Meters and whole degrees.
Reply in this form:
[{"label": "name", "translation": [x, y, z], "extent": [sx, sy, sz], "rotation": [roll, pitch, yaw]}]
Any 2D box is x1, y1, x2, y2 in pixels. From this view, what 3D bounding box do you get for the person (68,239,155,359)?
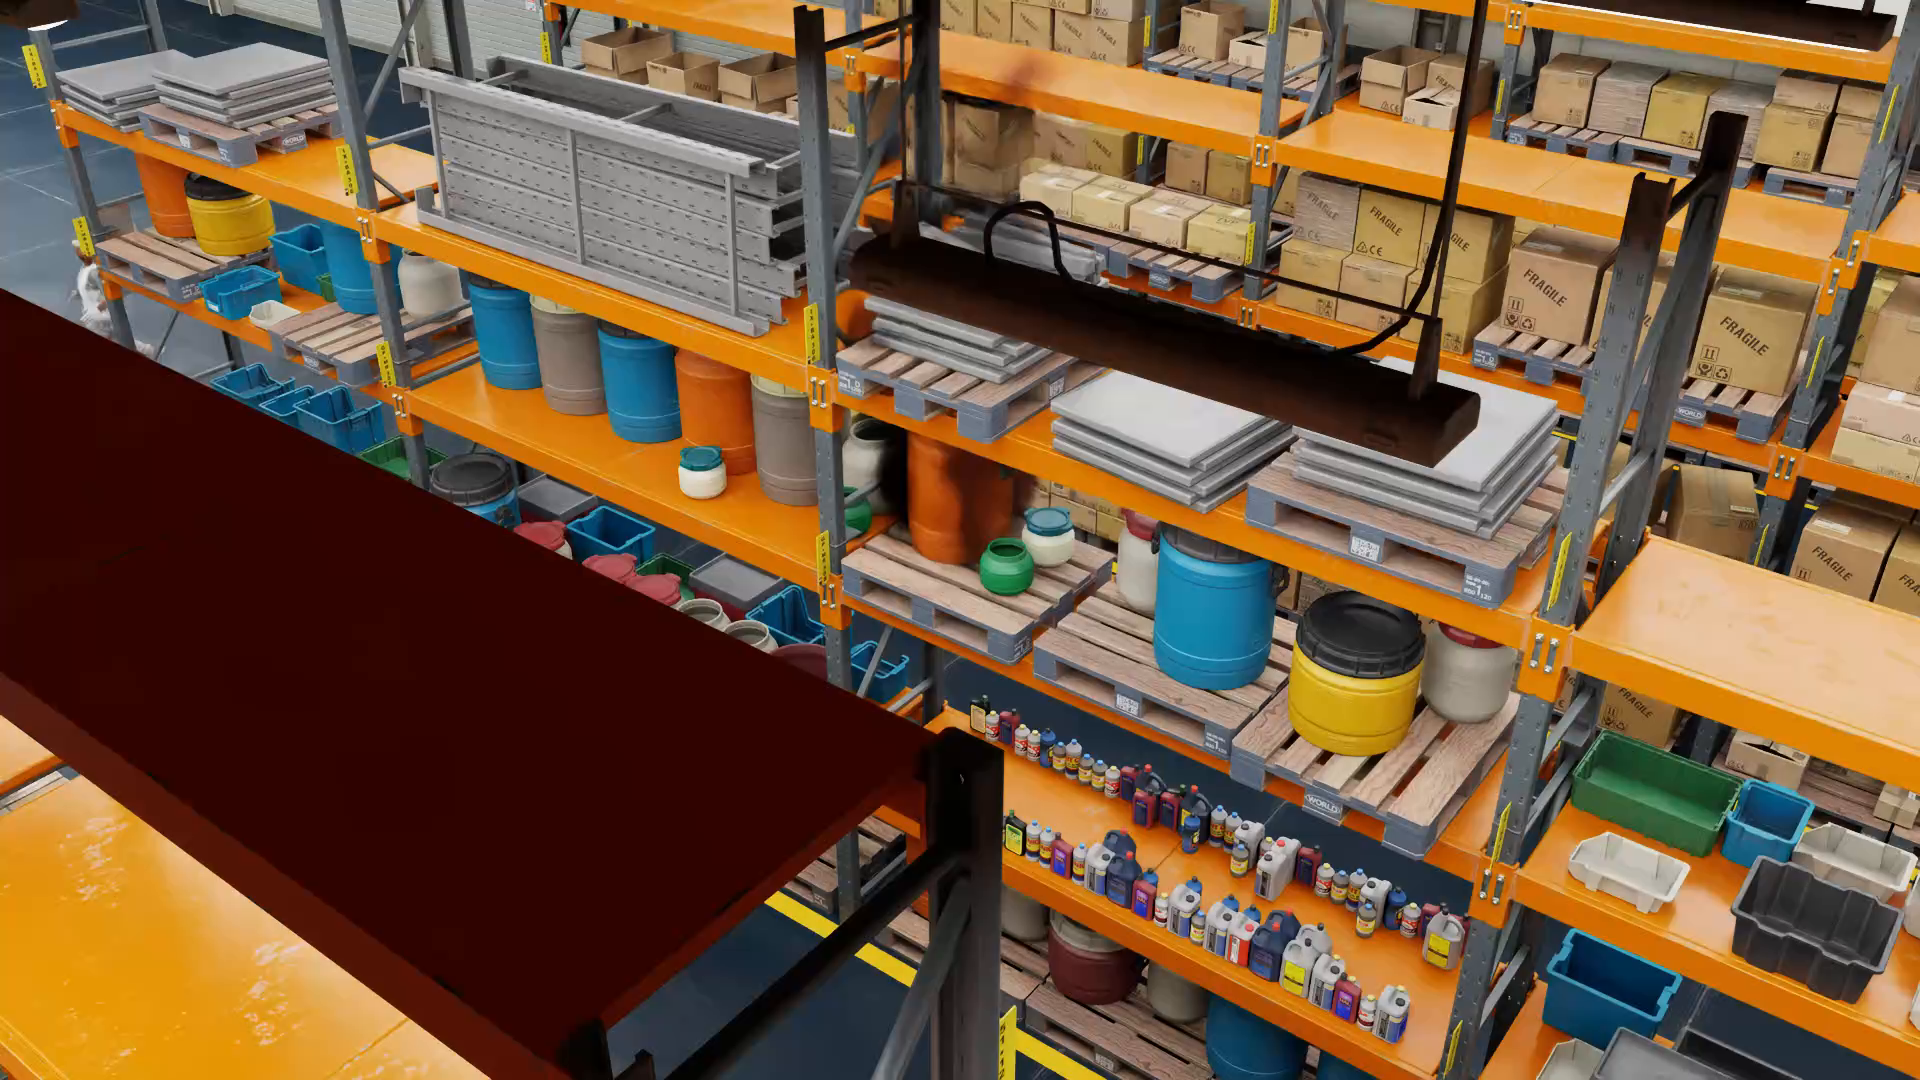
[{"label": "person", "translation": [-8.993, -2.396, 17.535], "extent": [0.748, 1.740, 0.689], "rotation": [-15, 34, -22]}]
